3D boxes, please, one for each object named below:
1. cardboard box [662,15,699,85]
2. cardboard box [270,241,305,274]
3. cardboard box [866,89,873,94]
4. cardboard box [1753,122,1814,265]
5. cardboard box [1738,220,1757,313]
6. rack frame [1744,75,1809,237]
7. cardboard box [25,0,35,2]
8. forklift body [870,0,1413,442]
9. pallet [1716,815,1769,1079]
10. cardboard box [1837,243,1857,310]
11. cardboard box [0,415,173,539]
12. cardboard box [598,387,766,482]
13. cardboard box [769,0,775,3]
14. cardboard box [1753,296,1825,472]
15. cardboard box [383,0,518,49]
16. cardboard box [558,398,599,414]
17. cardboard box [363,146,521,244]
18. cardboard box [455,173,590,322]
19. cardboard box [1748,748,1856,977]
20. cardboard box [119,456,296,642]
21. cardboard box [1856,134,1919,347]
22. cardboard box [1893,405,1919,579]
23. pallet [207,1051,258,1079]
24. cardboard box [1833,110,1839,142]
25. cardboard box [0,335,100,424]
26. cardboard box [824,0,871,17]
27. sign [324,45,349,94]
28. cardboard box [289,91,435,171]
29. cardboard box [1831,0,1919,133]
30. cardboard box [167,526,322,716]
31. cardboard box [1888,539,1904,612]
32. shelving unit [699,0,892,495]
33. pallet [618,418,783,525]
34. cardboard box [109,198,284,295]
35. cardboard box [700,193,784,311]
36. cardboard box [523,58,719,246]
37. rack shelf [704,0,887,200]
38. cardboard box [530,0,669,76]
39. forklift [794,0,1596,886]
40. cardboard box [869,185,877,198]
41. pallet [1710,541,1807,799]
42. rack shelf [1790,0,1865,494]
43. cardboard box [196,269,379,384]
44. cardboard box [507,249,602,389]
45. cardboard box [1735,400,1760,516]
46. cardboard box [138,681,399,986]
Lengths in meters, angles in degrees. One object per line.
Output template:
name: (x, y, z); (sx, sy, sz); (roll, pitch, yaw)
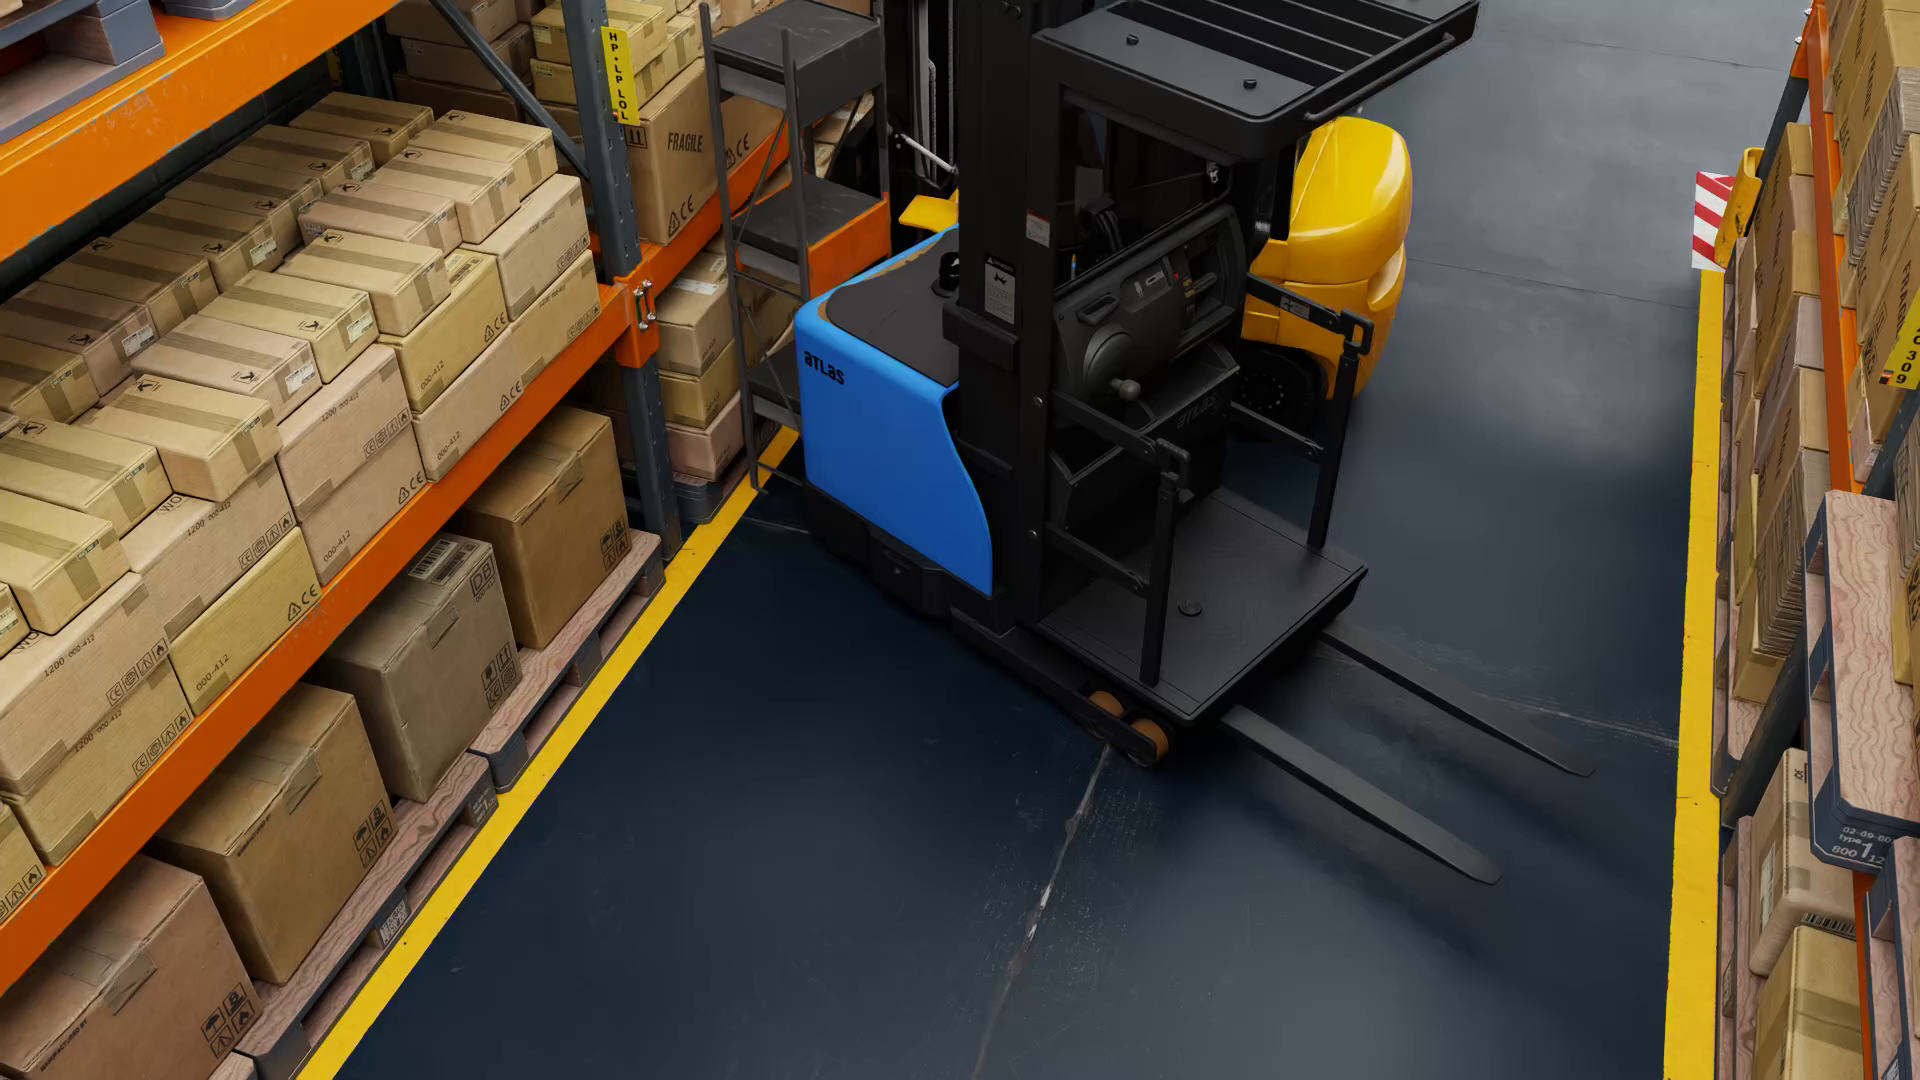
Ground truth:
cardboard box: (-1.166, -1.774, 5.942); (0.380, 0.149, 0.250); (14, 42, 16)
cardboard box: (-2.205, -0.771, 5.073); (0.500, 0.250, 0.500); (13, 42, 15)
cardboard box: (-0.438, -2.156, 7.991); (0.500, 0.250, 0.500); (14, 42, 16)
cardboard box: (3.881, -1.489, 7.402); (0.500, 0.500, 0.500); (12, 42, 14)
cardboard box: (3.889, -1.219, 7.662); (0.500, 0.250, 0.500); (13, 42, 15)
rack frame: (4.425, -2.535, 7.411); (1.000, 3.000, 0.127); (13, 42, 15)
cardboard box: (-1.963, -1.230, 3.362); (0.380, 0.149, 0.250); (13, 42, 15)
forklift body: (0.825, -1.750, 7.145); (2.313, 2.155, 1.214); (13, 42, 15)
pallet: (2.792, 1.440, 4.899); (1.003, 0.211, 1.213); (13, 42, 15)
cardboard box: (3.225, -0.884, 5.669); (0.380, 0.149, 0.250); (13, 42, 14)
cardboard box: (-2.161, -0.139, 4.025); (0.380, 0.149, 0.250); (13, 42, 15)
cardboard box: (-1.132, -0.530, 6.856); (0.500, 0.250, 0.500); (14, 42, 16)
cardboard box: (-0.858, -2.233, 6.479); (0.380, 0.149, 0.250); (13, 42, 15)
cardboard box: (3.353, -0.537, 6.286); (0.500, 0.500, 0.500); (15, 43, 17)
cardboard box: (-1.784, -1.855, 5.807); (0.380, 0.149, 0.250); (13, 42, 15)
cardboard box: (-1.633, -0.650, 6.995); (0.500, 0.250, 0.500); (14, 42, 16)
cardboard box: (-1.588, -1.061, 5.106); (0.380, 0.149, 0.250); (13, 42, 14)
cardboard box: (-1.537, -0.972, 5.309); (0.500, 0.250, 0.500); (12, 42, 14)
cardboard box: (2.880, 1.065, 4.892); (0.950, 0.372, 0.625); (14, 42, 16)
cardboard box: (-2.076, -0.043, 4.219); (0.500, 0.250, 0.500); (14, 42, 16)
cardboard box: (3.145, -0.889, 5.174); (0.500, 0.500, 0.500); (15, 43, 17)
cardboard box: (2.627, -0.184, 4.025); (0.500, 0.500, 0.500); (14, 43, 16)
pallet: (-2.659, 1.812, 4.464); (1.003, 0.211, 1.213); (13, 42, 15)
cardboard box: (3.687, -1.668, 6.587); (0.380, 0.149, 0.250); (14, 43, 16)
cardboard box: (-2.496, -0.394, 4.323); (0.380, 0.149, 0.250); (14, 42, 15)
cardboard box: (-0.685, -2.378, 7.150); (0.500, 0.500, 0.500); (14, 42, 15)
sign: (-2.131, -1.677, 5.676); (0.100, 0.325, 0.005); (13, 42, 15)
cardboard box: (-1.931, -1.313, 5.401); (0.380, 0.149, 0.250); (12, 42, 14)
cardboard box: (3.655, -1.832, 6.279); (0.500, 0.500, 0.500); (13, 42, 14)
cardboard box: (-2.070, 0.148, 4.381); (0.500, 0.250, 0.500); (15, 43, 16)
cardboard box: (2.571, 0.107, 4.183); (0.380, 0.149, 0.250); (14, 42, 16)
shelving unit: (-0.575, -1.079, 6.390); (0.431, 2.100, 0.503); (25, 46, 27)
pallet: (-1.298, -0.610, 7.302); (1.003, 0.211, 1.213); (13, 42, 15)
cardboard box: (-2.226, -0.849, 4.857); (0.380, 0.149, 0.250); (13, 42, 15)
cardboard box: (-0.964, -1.224, 6.898); (0.500, 0.250, 0.500); (13, 42, 15)
cardboard box: (-1.212, -1.446, 6.057); (0.500, 0.500, 0.500); (12, 42, 14)
rack shelf: (-0.577, -1.602, 5.946); (0.431, 0.518, 0.480); (25, 46, 27)
cardboard box: (-1.221, -1.722, 5.651); (0.380, 0.149, 0.250); (14, 42, 16)
forklift: (0.787, -0.710, 5.324); (3.031, 2.935, 1.130); (32, 50, 32)
cardboard box: (-0.627, -1.645, 7.777); (0.500, 0.250, 0.500); (13, 42, 15)
pallet: (3.253, 0.548, 5.945); (1.003, 0.211, 1.213); (13, 42, 15)
rack shelf: (3.741, -1.042, 6.214); (1.077, 0.370, 4.000); (13, 42, 15)
cardboard box: (-1.835, -0.588, 4.551); (0.380, 0.149, 0.250); (12, 42, 14)
cardboard box: (-1.536, -0.773, 5.460); (0.500, 0.250, 0.500); (14, 42, 16)
cardboard box: (3.357, -0.266, 6.545); (0.500, 0.250, 0.500); (14, 42, 16)
cardboard box: (-2.305, 0.800, 5.007); (0.875, 0.625, 0.625); (12, 42, 13)
